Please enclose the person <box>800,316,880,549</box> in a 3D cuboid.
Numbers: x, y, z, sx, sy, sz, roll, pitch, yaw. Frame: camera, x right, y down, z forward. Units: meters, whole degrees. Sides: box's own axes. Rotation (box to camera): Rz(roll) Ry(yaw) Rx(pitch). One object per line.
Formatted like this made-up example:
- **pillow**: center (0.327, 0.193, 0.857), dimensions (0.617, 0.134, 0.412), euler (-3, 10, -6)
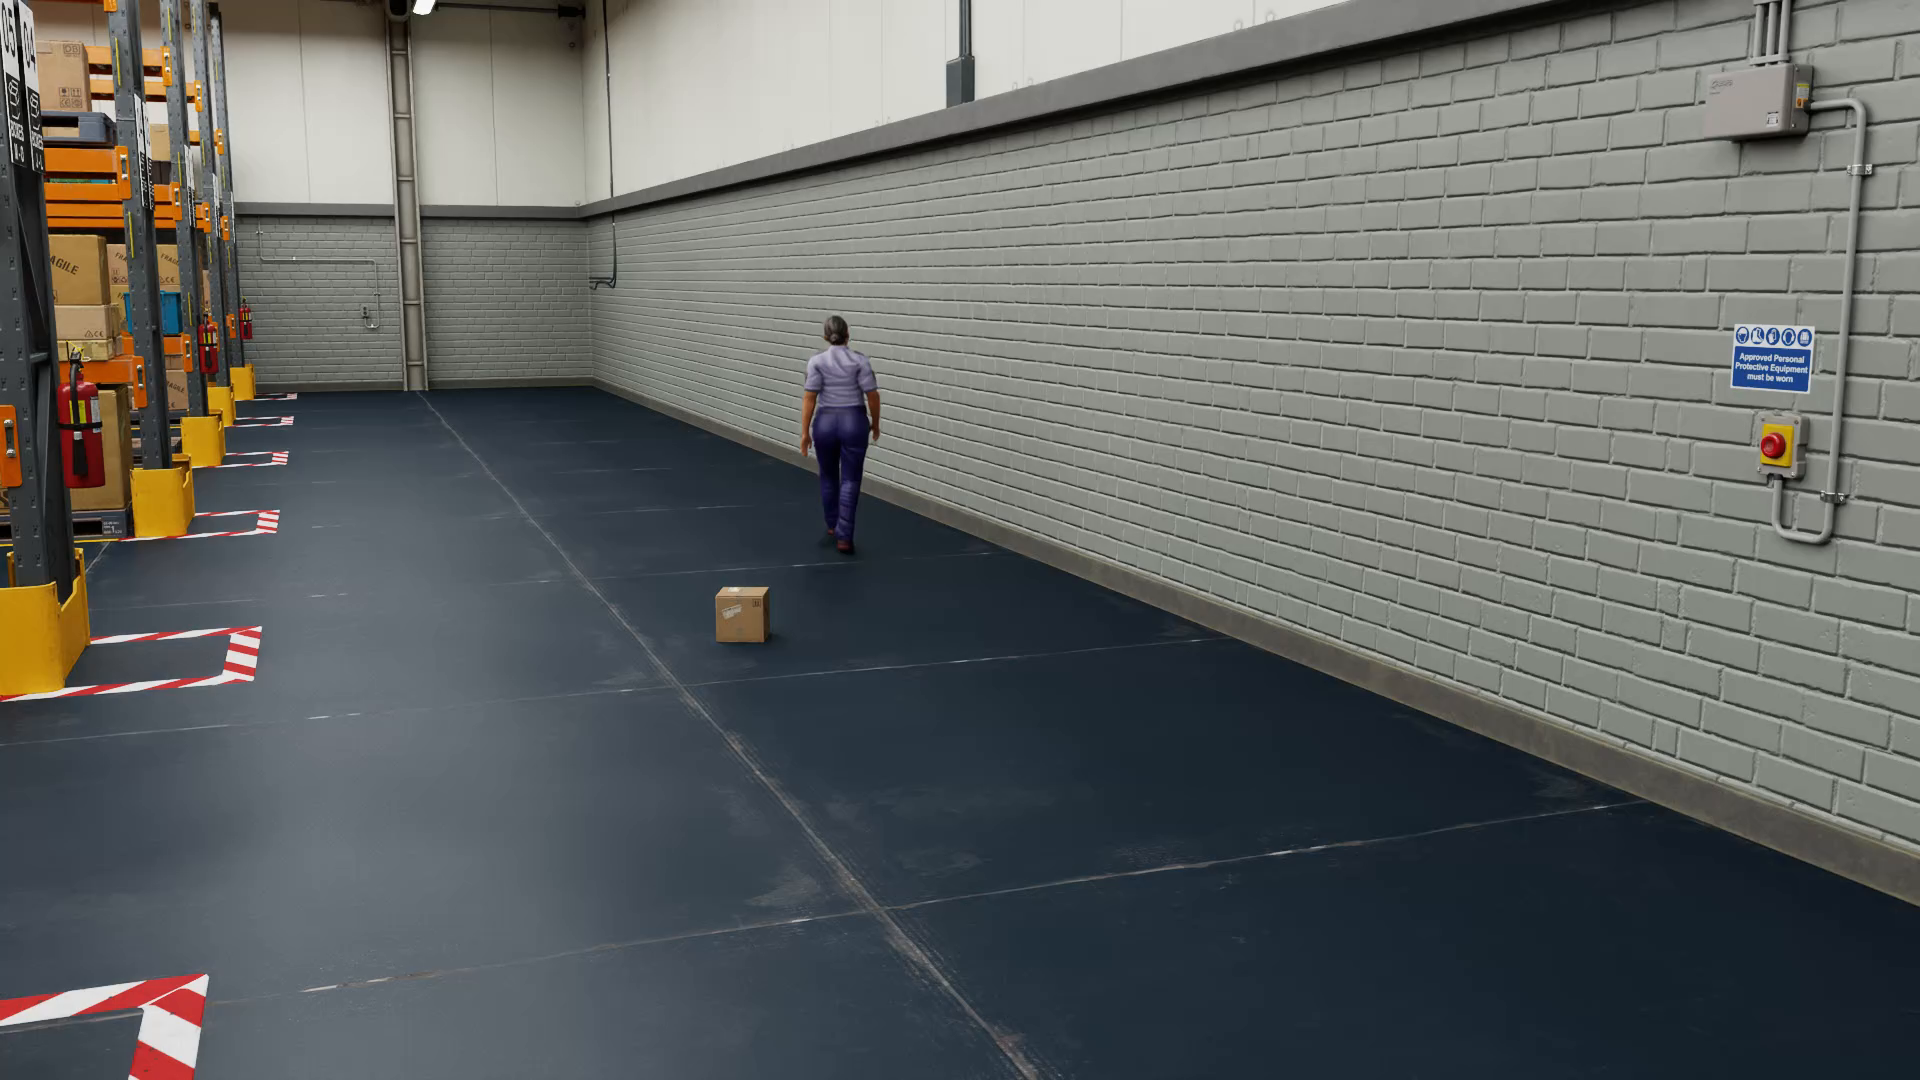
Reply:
- **person**: center (-0.804, -0.768, 11.776), dimensions (0.529, 1.613, 0.814), euler (1, 9, 8)
